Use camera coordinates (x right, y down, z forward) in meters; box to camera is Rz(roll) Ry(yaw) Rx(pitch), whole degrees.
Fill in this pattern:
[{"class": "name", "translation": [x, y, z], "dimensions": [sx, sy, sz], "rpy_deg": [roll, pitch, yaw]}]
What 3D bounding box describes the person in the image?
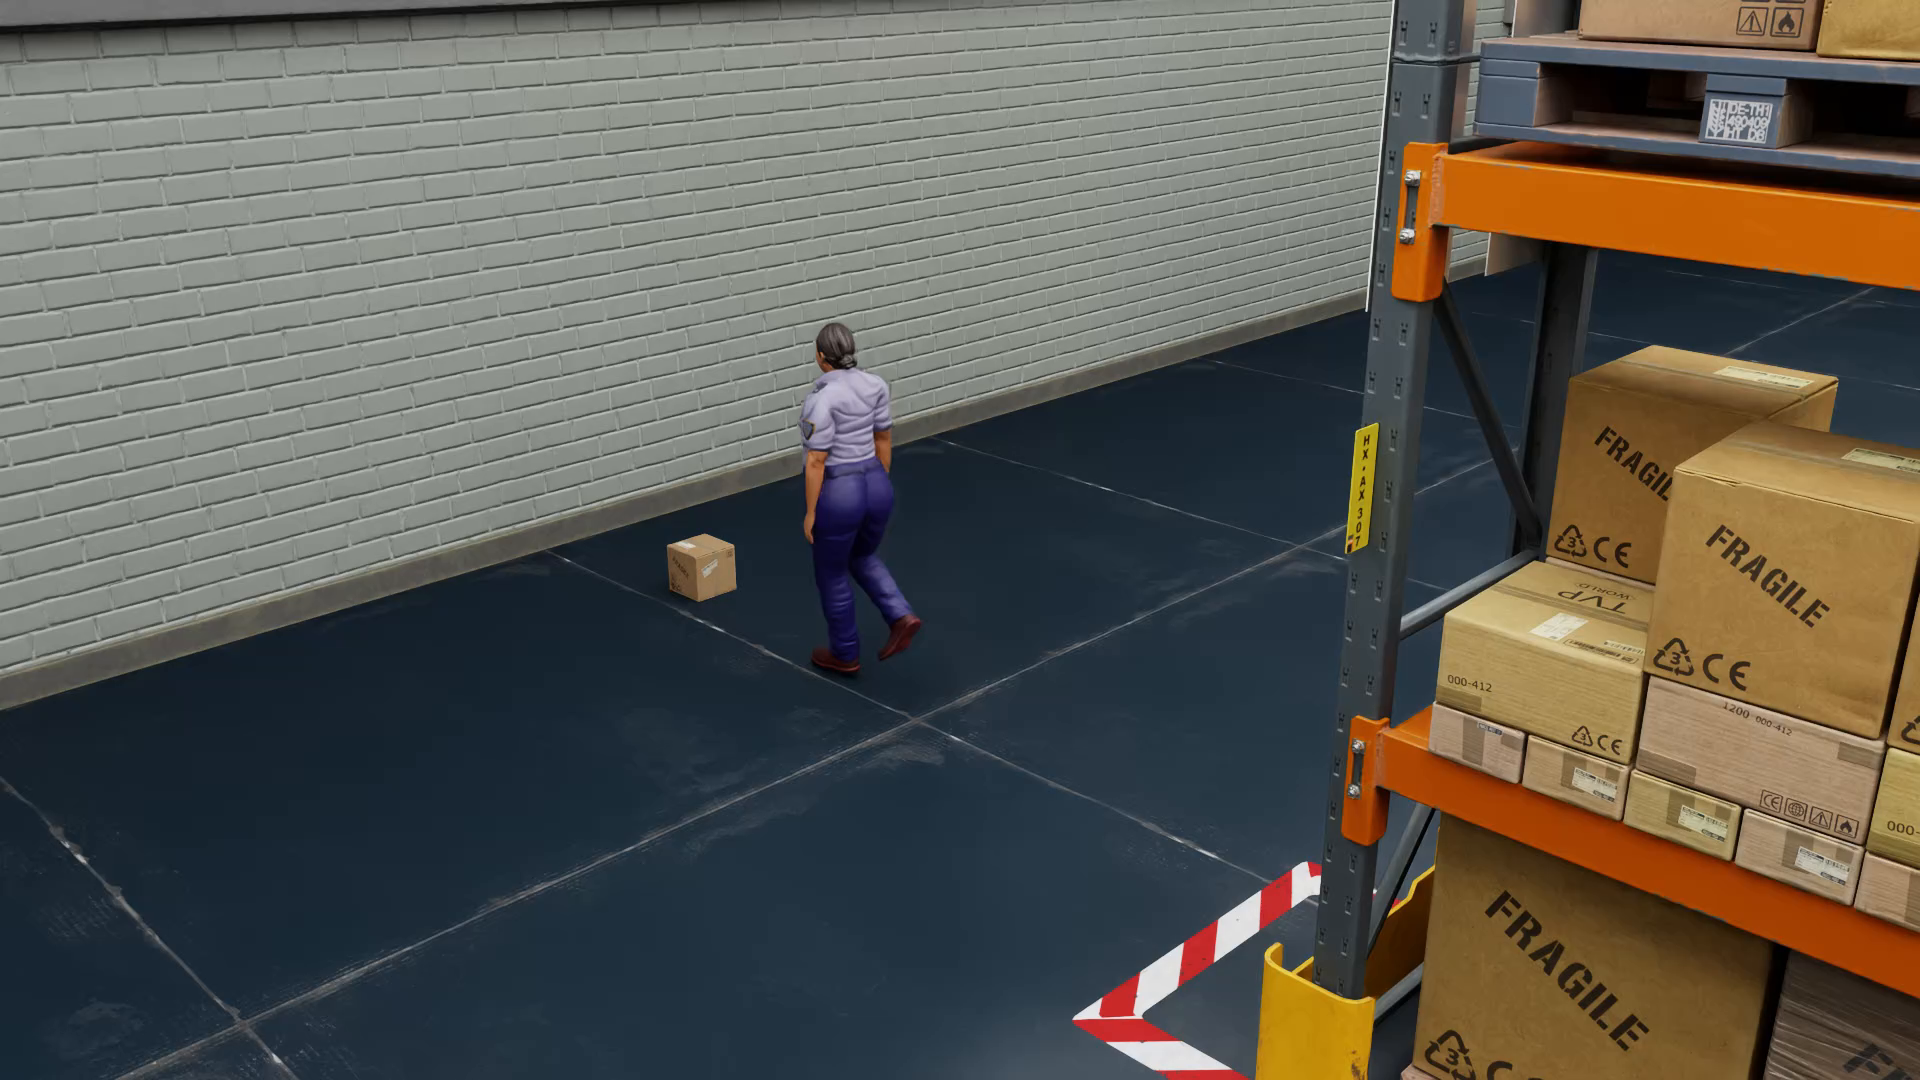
[{"class": "person", "translation": [-0.462, -0.164, 7.481], "dimensions": [0.487, 1.639, 0.531], "rpy_deg": [-19, 28, -41]}]
